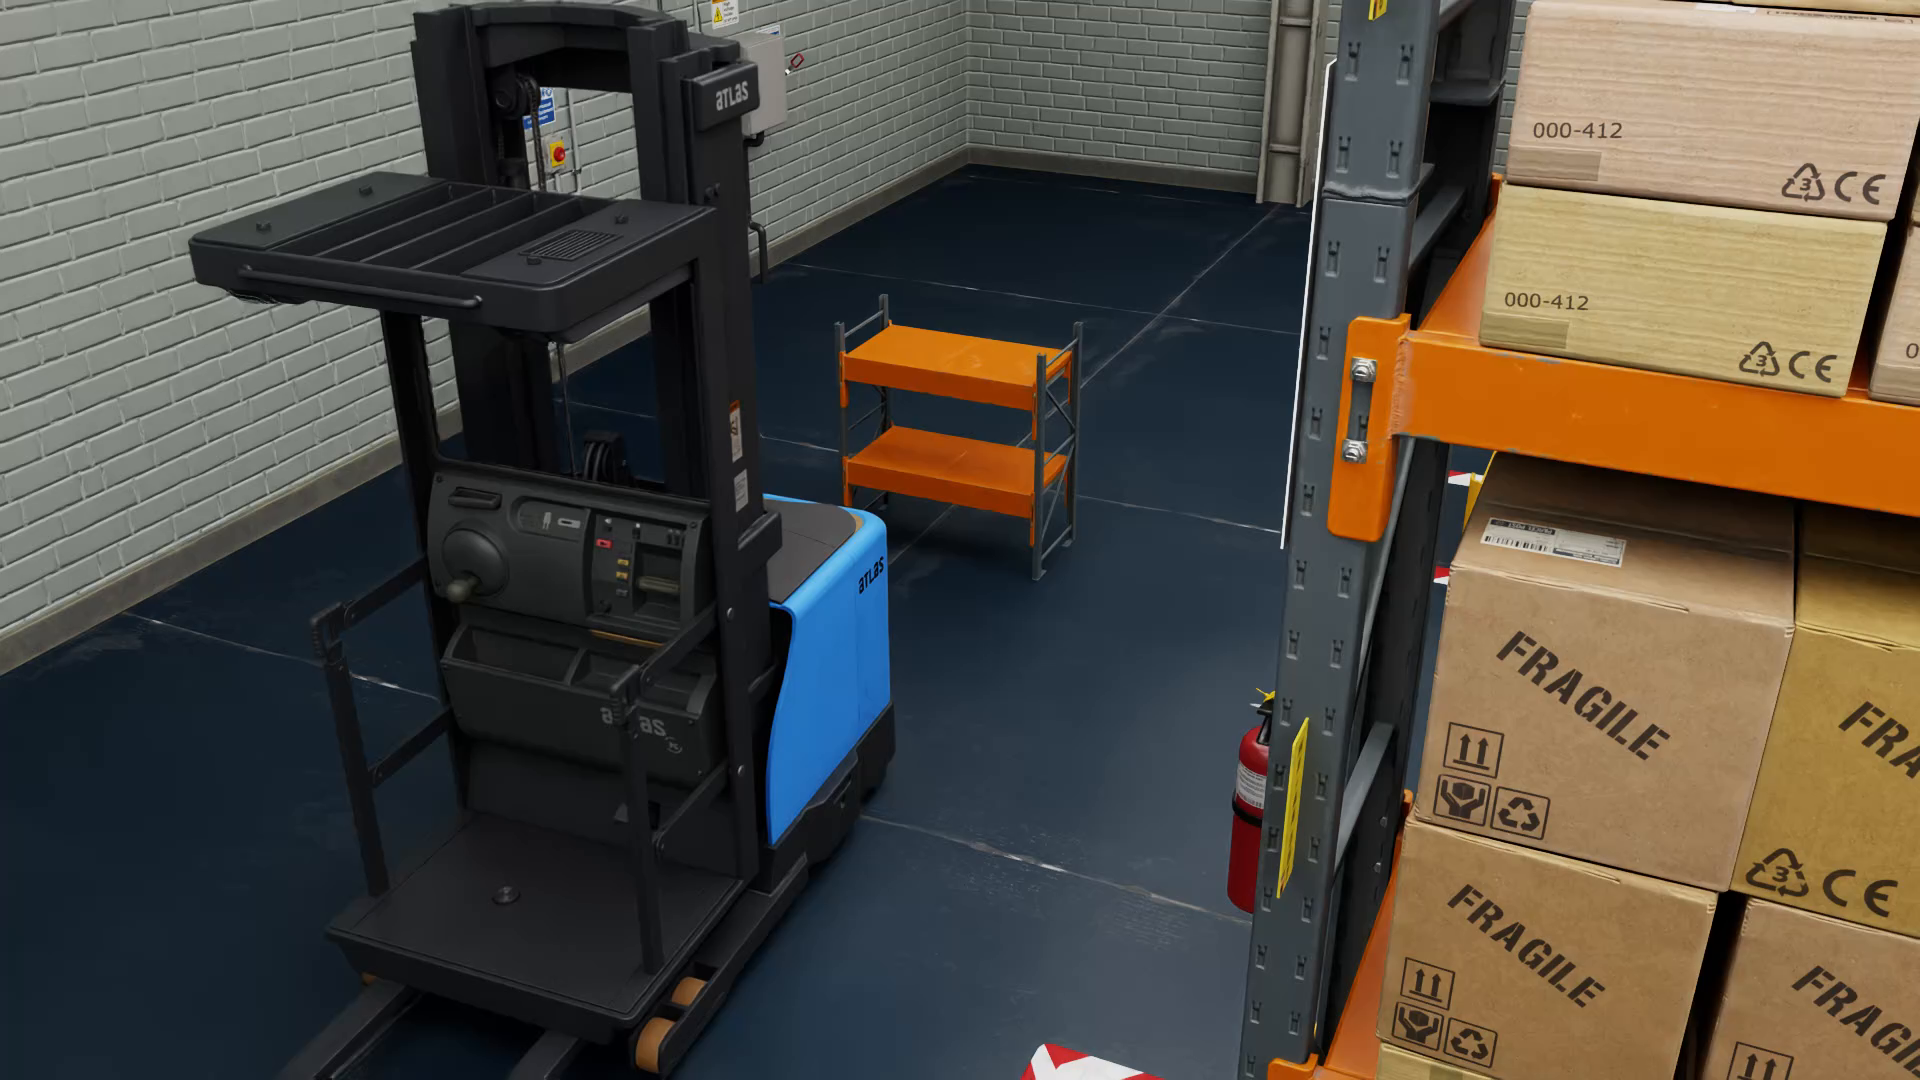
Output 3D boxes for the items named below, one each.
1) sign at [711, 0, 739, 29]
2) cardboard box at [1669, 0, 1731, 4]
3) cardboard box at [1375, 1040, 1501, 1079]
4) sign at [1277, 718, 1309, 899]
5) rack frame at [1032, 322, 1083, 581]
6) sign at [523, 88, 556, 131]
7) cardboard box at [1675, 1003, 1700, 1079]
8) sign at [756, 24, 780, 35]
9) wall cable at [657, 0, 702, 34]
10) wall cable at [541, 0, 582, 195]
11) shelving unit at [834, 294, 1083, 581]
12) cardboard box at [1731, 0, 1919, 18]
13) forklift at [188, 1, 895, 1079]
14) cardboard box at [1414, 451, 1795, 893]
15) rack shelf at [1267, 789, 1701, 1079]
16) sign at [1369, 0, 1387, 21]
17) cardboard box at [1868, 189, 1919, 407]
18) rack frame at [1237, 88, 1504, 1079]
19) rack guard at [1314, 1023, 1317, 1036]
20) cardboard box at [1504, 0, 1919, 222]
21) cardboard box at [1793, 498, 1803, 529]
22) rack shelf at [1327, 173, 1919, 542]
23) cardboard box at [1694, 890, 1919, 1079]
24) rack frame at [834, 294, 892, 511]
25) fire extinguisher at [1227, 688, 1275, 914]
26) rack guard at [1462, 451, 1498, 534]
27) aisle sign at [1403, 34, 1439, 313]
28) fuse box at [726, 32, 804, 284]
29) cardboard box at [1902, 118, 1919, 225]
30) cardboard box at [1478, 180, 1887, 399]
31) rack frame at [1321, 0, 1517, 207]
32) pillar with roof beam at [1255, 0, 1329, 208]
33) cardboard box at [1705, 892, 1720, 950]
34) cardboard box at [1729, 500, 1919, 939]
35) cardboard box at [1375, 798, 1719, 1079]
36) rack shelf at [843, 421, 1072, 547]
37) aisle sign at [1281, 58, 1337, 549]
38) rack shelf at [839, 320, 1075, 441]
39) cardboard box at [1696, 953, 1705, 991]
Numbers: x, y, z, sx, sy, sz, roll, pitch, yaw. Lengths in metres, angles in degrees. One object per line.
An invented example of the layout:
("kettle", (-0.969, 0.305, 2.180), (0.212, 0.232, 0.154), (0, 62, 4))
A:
("sign", (-1.586, -3.593, 11.218), (0.001, 0.242, 0.339), (11, 28, 22))
("cardboard box", (1.009, -0.890, 2.417), (0.250, 0.149, 0.380), (11, 28, 21))
("cardboard box", (0.968, 0.945, 3.219), (0.250, 0.149, 0.380), (11, 28, 21))
("sign", (0.584, 0.471, 2.917), (0.005, 0.325, 0.100), (11, 28, 22))
("rack frame", (0.457, -0.413, 7.815), (0.032, 1.125, 0.500), (11, 28, 22))
("sign", (-2.453, -2.502, 9.630), (0.001, 0.218, 0.327), (11, 28, 22))
("cardboard box", (1.439, 1.046, 3.015), (0.250, 0.149, 0.380), (11, 28, 20))
("sign", (-1.359, -3.401, 11.869), (0.001, 0.494, 0.329), (11, 28, 22))
("wall cable", (-1.800, -3.417, 10.645), (0.122, 1.984, 0.588), (11, 28, 22))
("wall cable", (-2.377, -2.859, 9.475), (0.123, 1.953, 0.585), (11, 28, 22))
("shelving unit", (-0.006, -0.506, 8.004), (1.048, 1.125, 0.538), (11, 28, 22))
("cardboard box", (1.234, -0.836, 2.308), (0.250, 0.149, 0.380), (13, 29, 24))
("forklift", (-1.260, 0.079, 4.772), (1.130, 2.935, 3.031), (10, 28, 19))
("cardboard box", (1.108, 0.203, 2.860), (0.500, 0.500, 0.500), (11, 28, 21))
("rack shelf", (2.629, 1.330, 2.968), (4.000, 0.370, 1.077), (11, 28, 22))
("sign", (0.584, -0.878, 2.253), (0.005, 0.325, 0.100), (11, 28, 22))
("cardboard box", (1.589, -0.354, 2.348), (0.500, 0.250, 0.500), (12, 29, 23))
("rack frame", (0.809, 0.641, 3.552), (0.127, 3.000, 1.000), (11, 28, 22))
("rack guard", (0.878, 1.777, 4.076), (0.348, 0.500, 1.175), (11, 28, 22))
("cardboard box", (1.110, -0.675, 2.433), (0.500, 0.250, 0.500), (12, 29, 23))
("cardboard box", (1.328, -0.002, 3.276), (0.500, 0.500, 0.500), (11, 28, 21))
("rack shelf", (2.629, -0.016, 2.305), (4.000, 0.370, 1.077), (11, 28, 22))
("cardboard box", (1.601, 0.744, 2.894), (0.500, 0.500, 0.500), (11, 28, 22))
("rack frame", (-0.469, -0.599, 8.193), (0.032, 1.125, 0.500), (11, 28, 22))
("fire extinguisher", (0.770, 0.612, 4.122), (0.183, 0.674, 0.296), (11, 28, 22))
("rack guard", (2.744, -0.251, 8.193), (0.348, 0.500, 1.175), (11, 28, 22))
("aisle sign", (0.866, -0.659, 3.250), (0.004, 0.787, 0.394), (11, 28, 22))
("fuse box", (-1.375, -2.629, 11.653), (0.414, 1.711, 0.539), (11, 28, 22))
("cardboard box", (1.576, -0.582, 2.244), (0.500, 0.250, 0.500), (11, 28, 21))
("cardboard box", (1.112, -0.452, 2.547), (0.500, 0.250, 0.500), (12, 29, 24))
("rack frame", (0.809, -2.050, 2.227), (0.127, 3.000, 1.000), (11, 28, 22))
("pillar with roof beam", (0.954, -5.180, 8.583), (0.400, 9.000, 9.100), (11, 28, 22))
("cardboard box", (1.791, 0.538, 3.312), (0.500, 0.500, 0.500), (11, 28, 21))
("cardboard box", (1.569, 0.293, 2.677), (0.500, 0.500, 0.500), (12, 29, 23))
("cardboard box", (1.103, 0.656, 3.072), (0.500, 0.500, 0.500), (13, 29, 24))
("rack shelf", (-0.006, -0.287, 8.112), (1.000, 0.278, 0.538), (11, 28, 22))
("aisle sign", (0.618, -0.418, 2.760), (0.004, 0.787, 0.394), (11, 28, 22))
("rack shelf", (-0.006, -0.768, 7.875), (1.000, 0.278, 0.538), (11, 28, 22))
("cardboard box", (1.668, 0.800, 3.513), (0.250, 0.149, 0.380), (11, 28, 21))
